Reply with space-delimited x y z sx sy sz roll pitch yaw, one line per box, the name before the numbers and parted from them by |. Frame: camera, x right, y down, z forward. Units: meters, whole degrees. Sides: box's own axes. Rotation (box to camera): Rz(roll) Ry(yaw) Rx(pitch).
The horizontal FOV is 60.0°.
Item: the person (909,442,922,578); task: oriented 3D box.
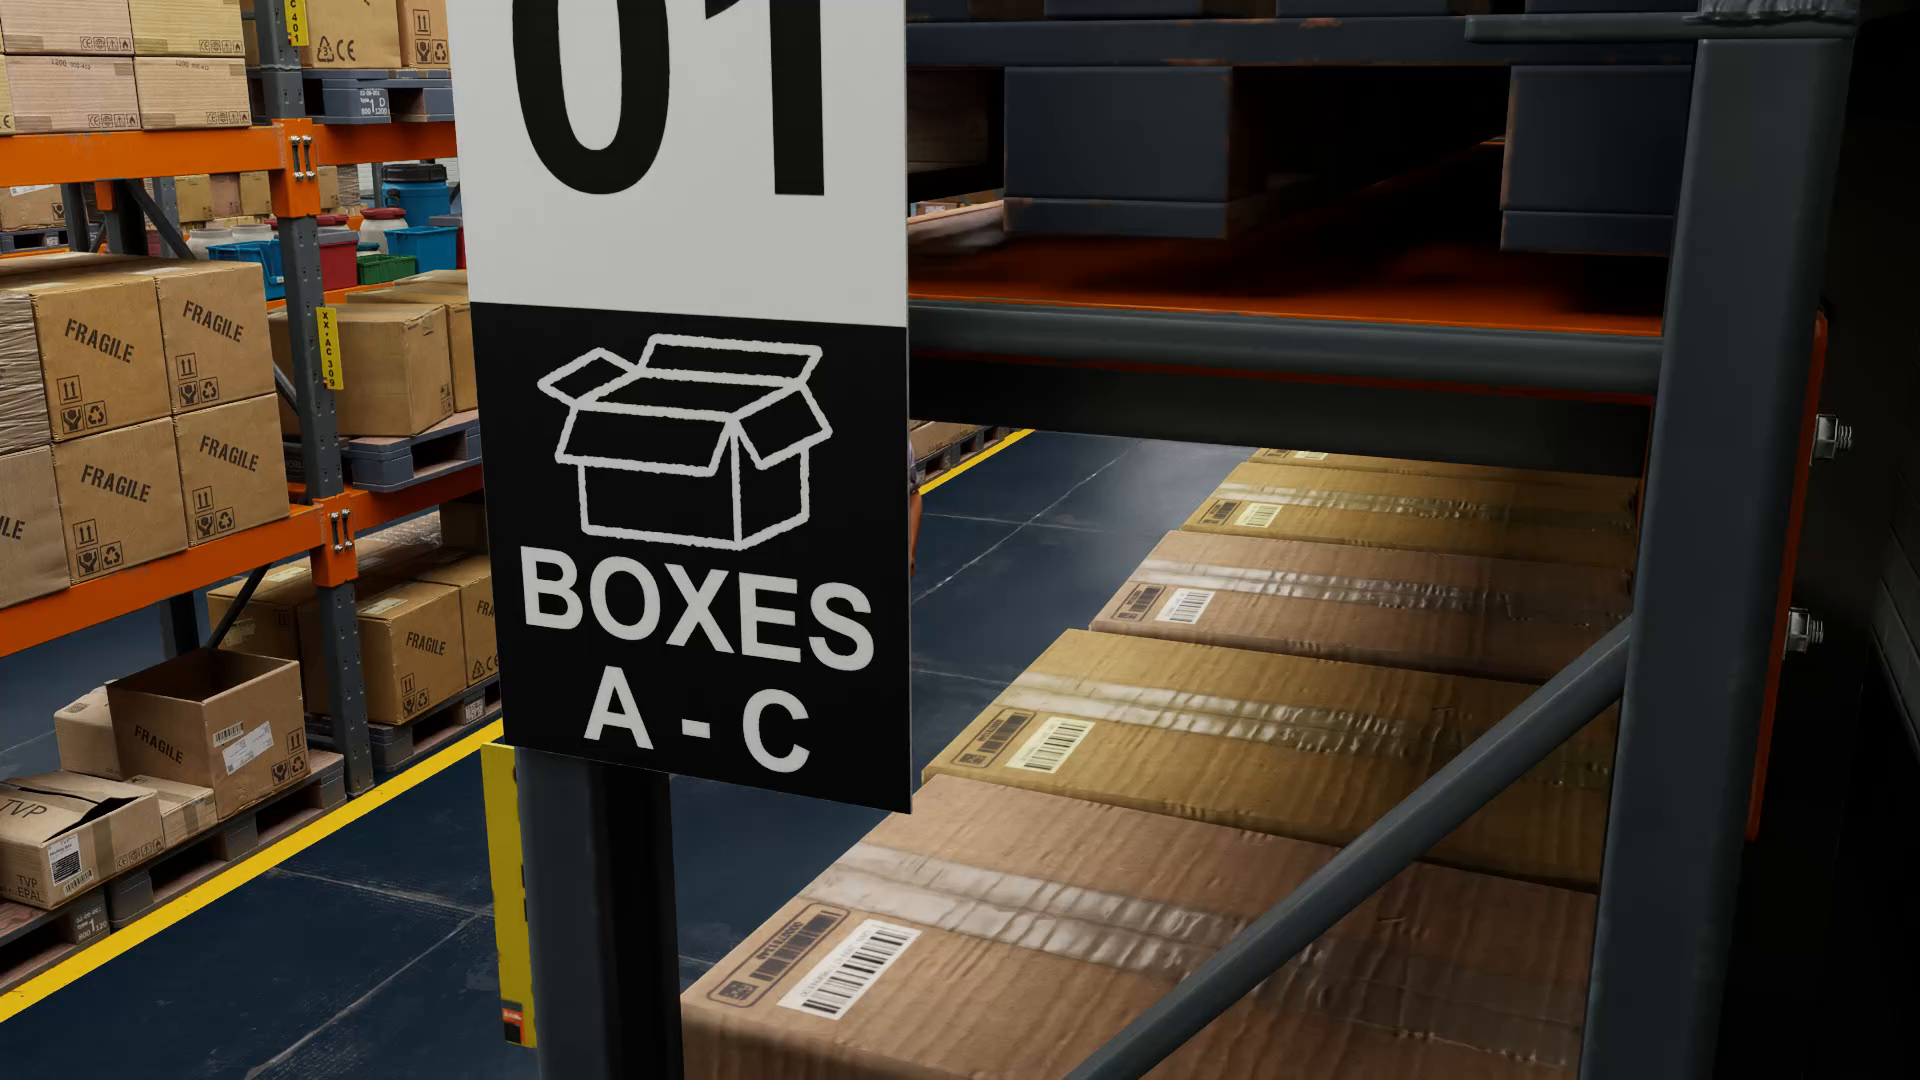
person | -0.450 0.057 7.834 0.540 1.652 0.413 6 17 21
